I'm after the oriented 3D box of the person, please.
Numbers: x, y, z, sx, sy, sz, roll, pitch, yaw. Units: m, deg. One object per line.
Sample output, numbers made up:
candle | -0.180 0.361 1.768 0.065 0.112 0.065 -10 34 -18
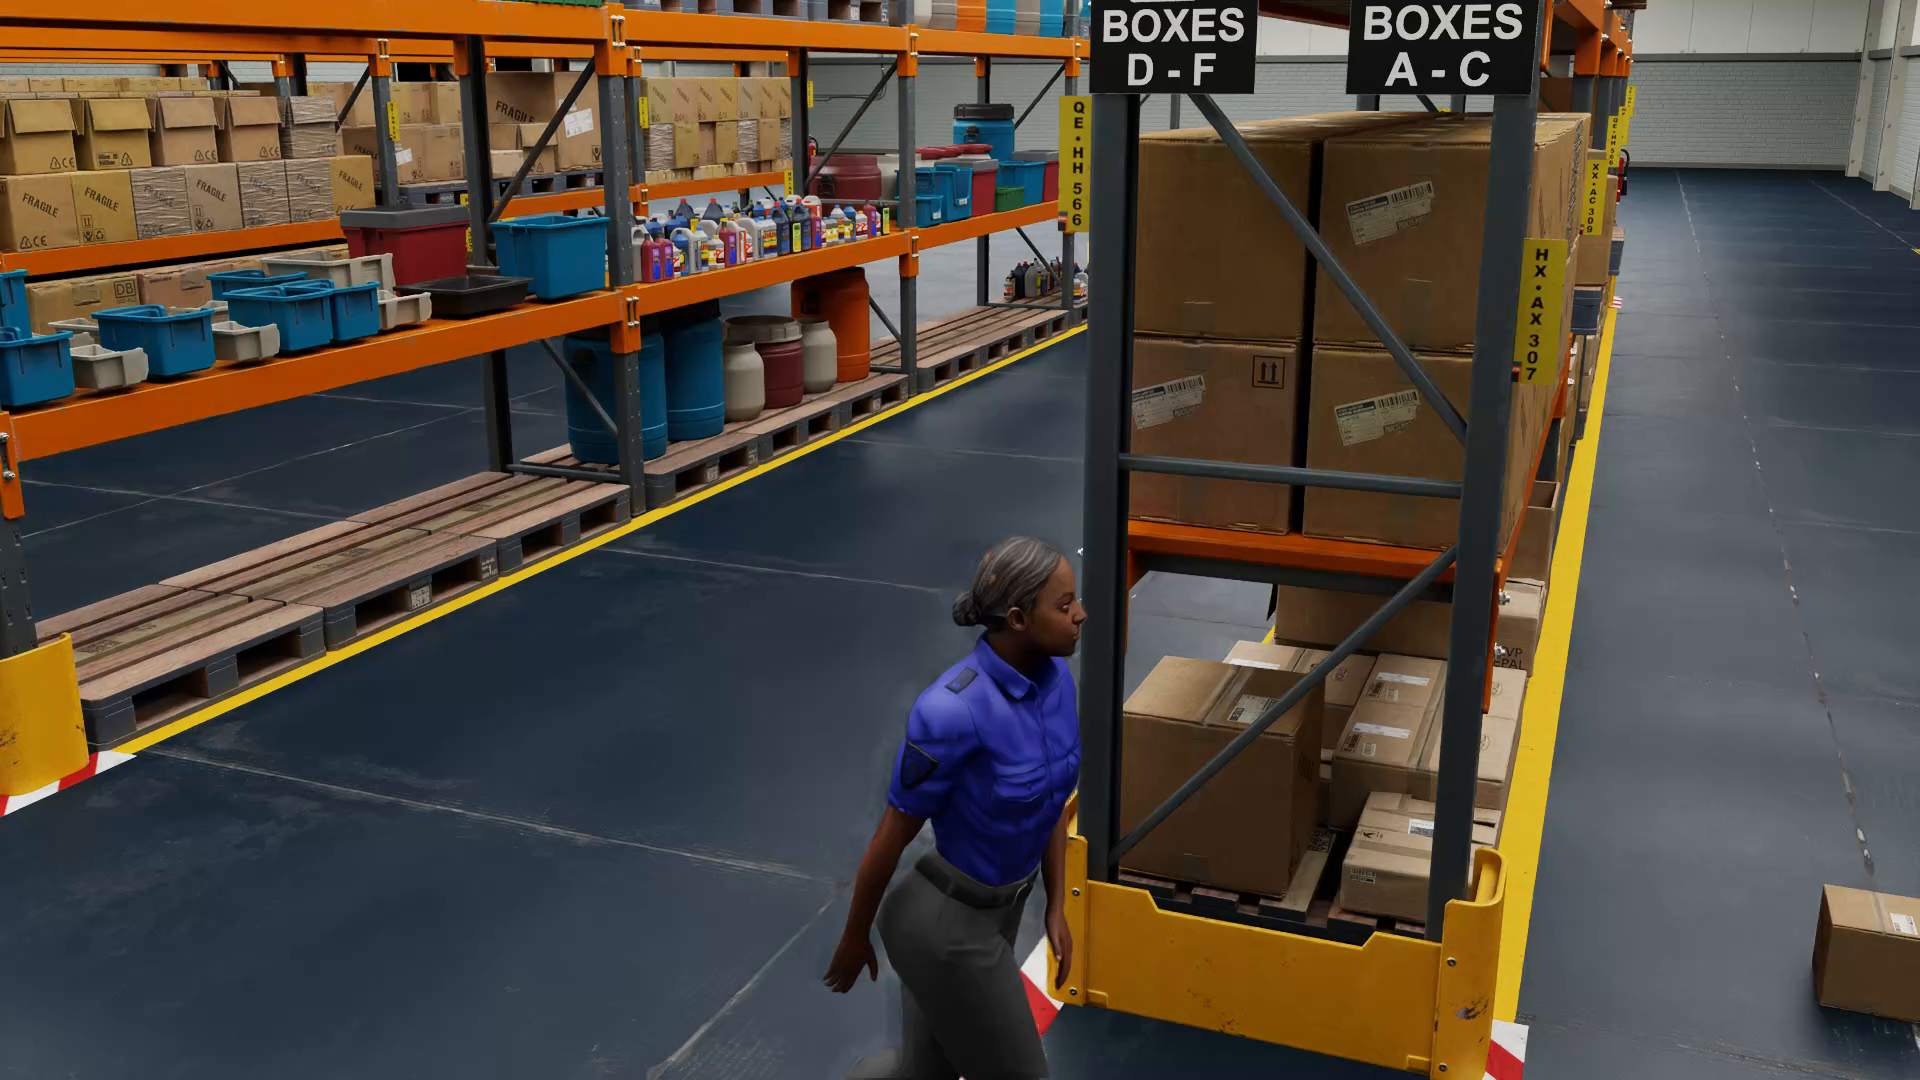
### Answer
person | 0.017 0.756 3.344 0.920 1.598 0.490 8 18 27
